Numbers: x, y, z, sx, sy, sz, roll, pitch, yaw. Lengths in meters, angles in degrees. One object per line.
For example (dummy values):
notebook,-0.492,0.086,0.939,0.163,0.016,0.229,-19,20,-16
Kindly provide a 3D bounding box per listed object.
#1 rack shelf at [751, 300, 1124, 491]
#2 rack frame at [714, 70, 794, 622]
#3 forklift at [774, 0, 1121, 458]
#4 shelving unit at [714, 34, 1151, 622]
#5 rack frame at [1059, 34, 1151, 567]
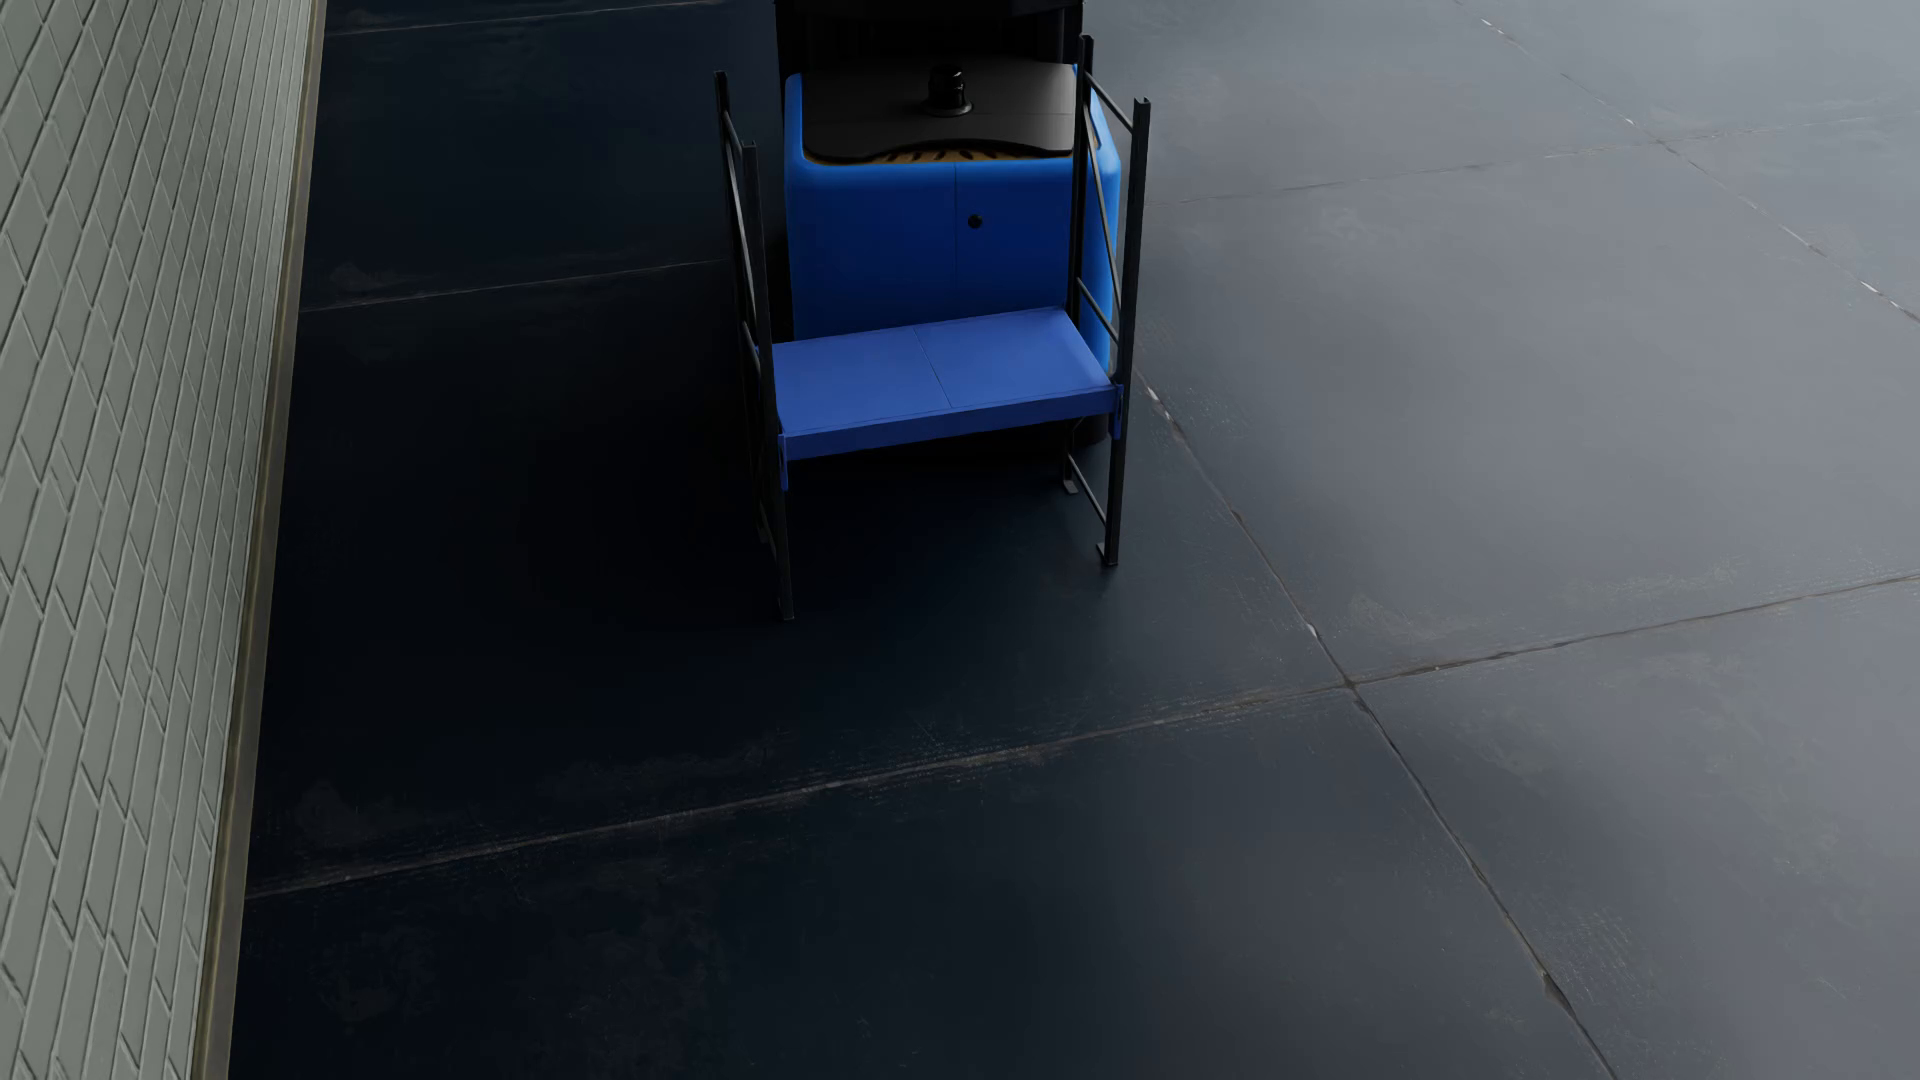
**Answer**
rack shelf,-0.082,-0.439,4.886,1.000,0.185,0.538,-9,38,-12
rack frame,-0.573,-0.502,4.671,0.032,1.500,0.500,-9,38,-12
forklift,-0.129,-2.314,5.863,1.130,2.935,3.031,-3,37,-4
shelving unit,-0.082,-0.582,4.777,1.048,1.500,0.538,-9,38,-12
rack frame,0.408,-0.663,4.882,0.032,1.500,0.500,-9,38,-12
